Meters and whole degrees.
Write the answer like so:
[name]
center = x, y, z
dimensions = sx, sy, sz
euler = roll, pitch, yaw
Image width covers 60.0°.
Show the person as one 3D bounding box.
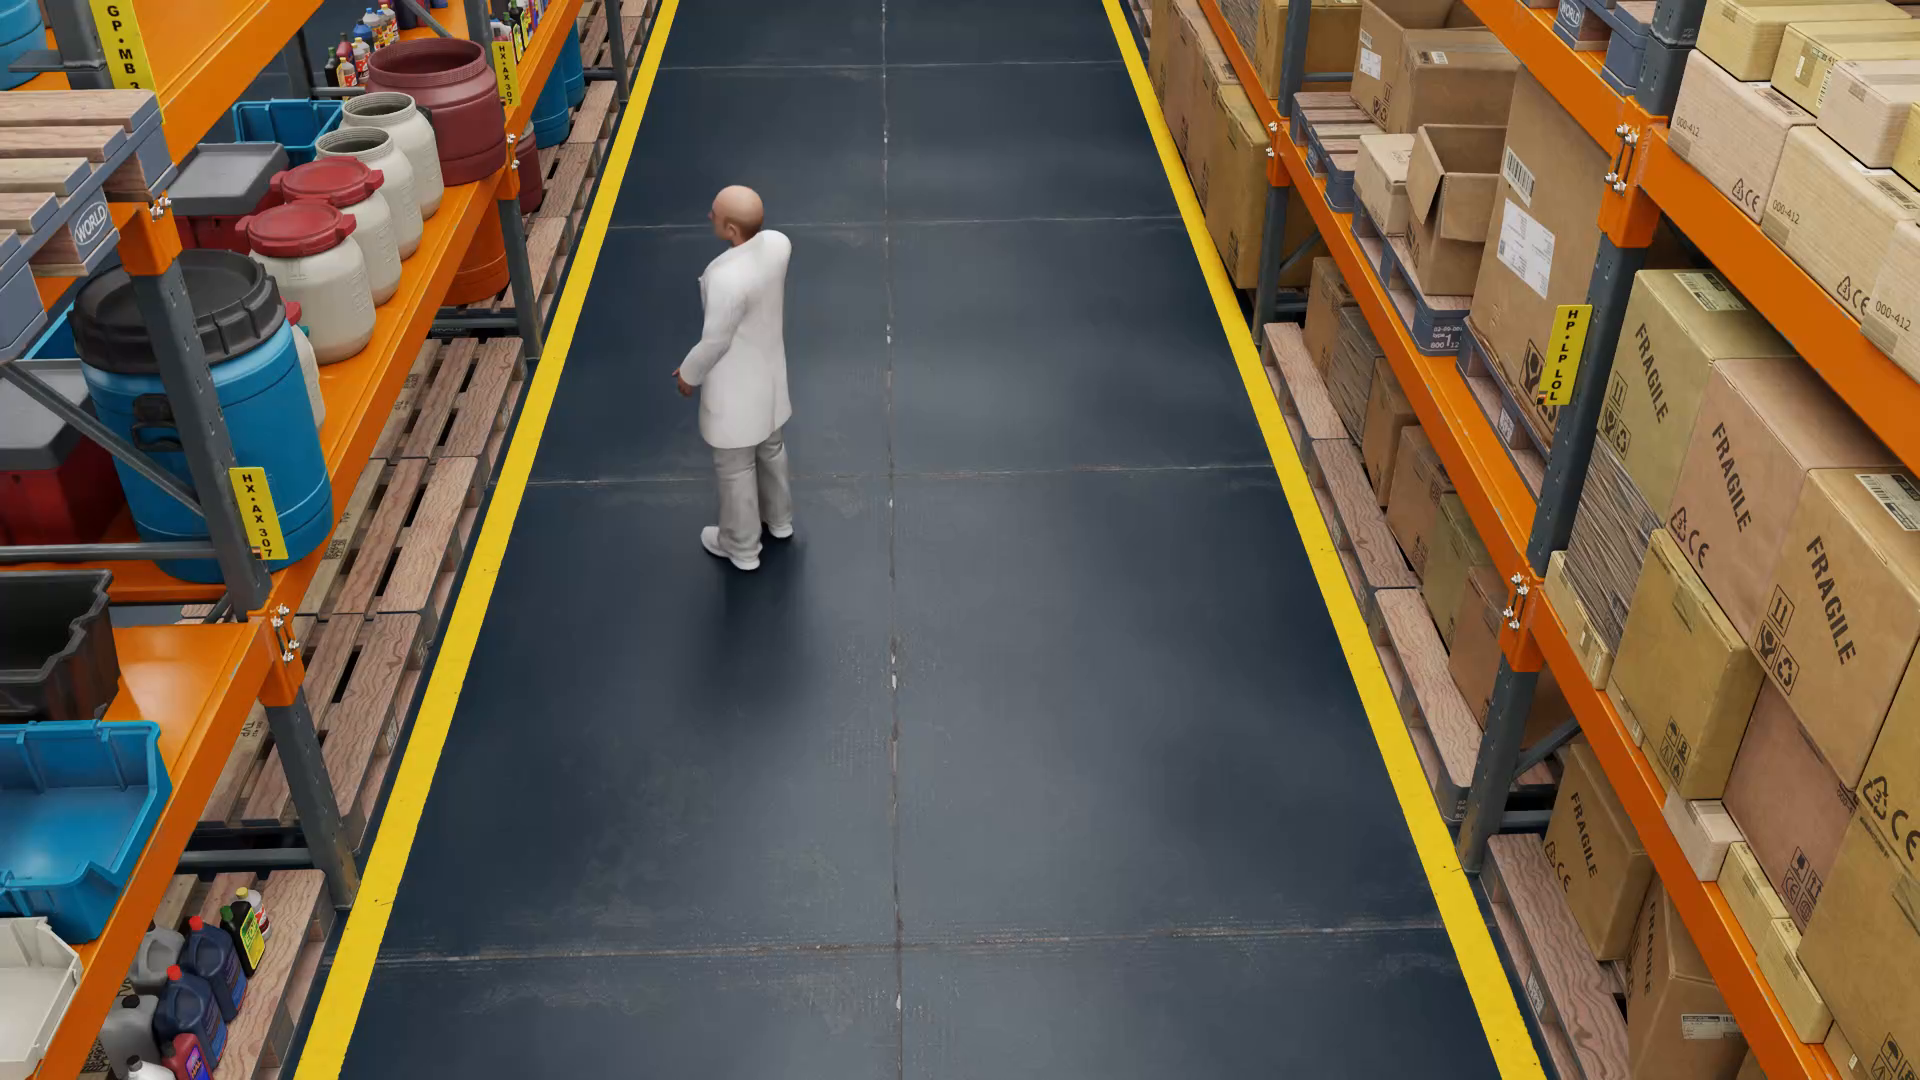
[person]
center = -0.961, -0.714, 7.154
dimensions = 0.451, 1.790, 0.621
euler = 14, 37, 19
